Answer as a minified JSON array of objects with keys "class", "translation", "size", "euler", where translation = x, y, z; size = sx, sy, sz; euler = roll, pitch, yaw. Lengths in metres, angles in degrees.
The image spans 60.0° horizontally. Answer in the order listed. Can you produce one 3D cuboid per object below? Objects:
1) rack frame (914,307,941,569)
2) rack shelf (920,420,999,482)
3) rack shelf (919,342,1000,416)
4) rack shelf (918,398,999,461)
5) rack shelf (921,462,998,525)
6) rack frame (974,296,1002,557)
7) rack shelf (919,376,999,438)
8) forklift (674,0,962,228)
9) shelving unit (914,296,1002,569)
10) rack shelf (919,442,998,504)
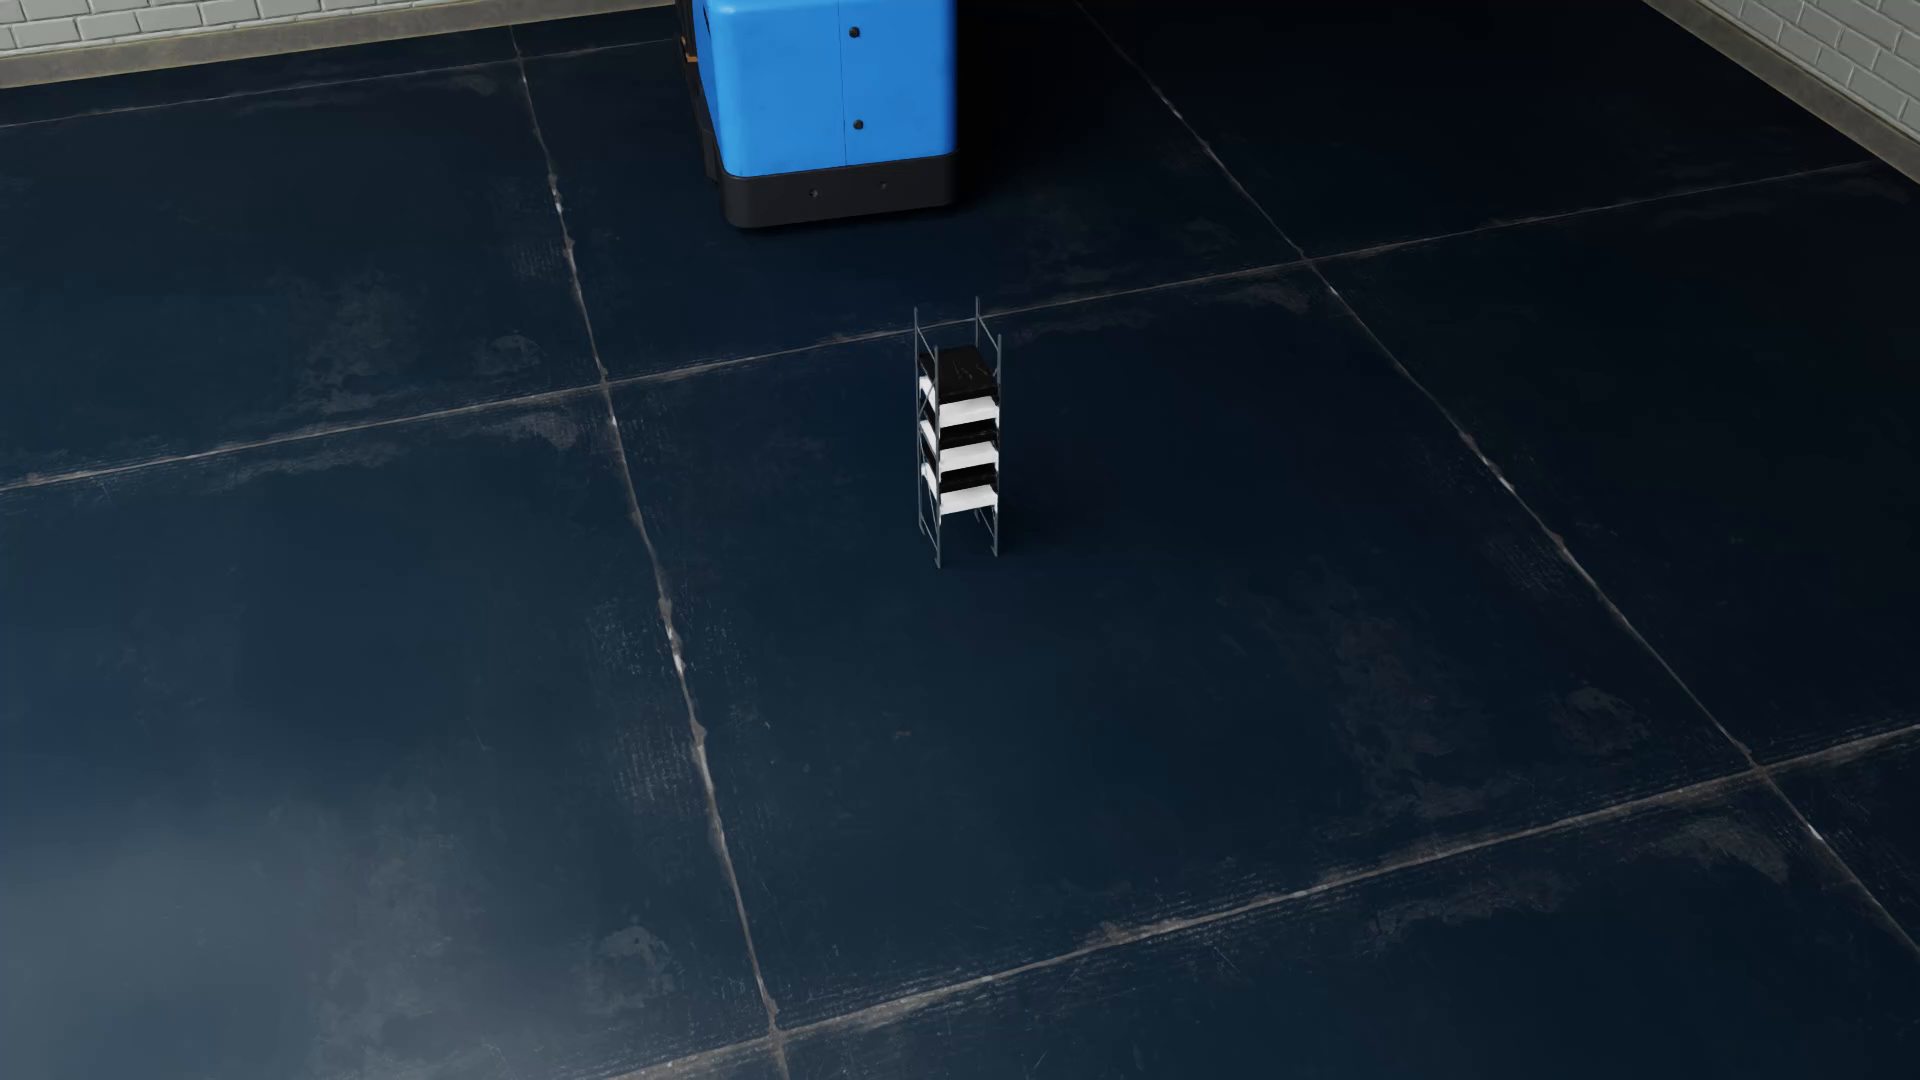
[{"class":"rack frame","translation":[-0.105,-0.317,5.429],"size":[0.006,0.900,0.240],"euler":[-12,42,-13]},{"class":"rack shelf","translation":[-0.008,-0.312,5.474],"size":[0.200,0.077,0.258],"euler":[-12,42,-13]},{"class":"rack shelf","translation":[-0.008,-0.516,5.296],"size":[0.200,0.077,0.258],"euler":[-12,42,-13]},{"class":"rack shelf","translation":[-0.008,-0.380,5.415],"size":[0.200,0.077,0.258],"euler":[-12,42,-13]},{"class":"rack shelf","translation":[-0.008,-0.177,5.592],"size":[0.200,0.077,0.258],"euler":[-12,42,-13]},{"class":"rack frame","translation":[0.089,-0.357,5.475],"size":[0.006,0.900,0.240],"euler":[-12,42,-13]},{"class":"rack shelf","translation":[-0.008,-0.448,5.356],"size":[0.200,0.077,0.258],"euler":[-12,42,-13]},{"class":"forklift","translation":[-0.827,-3.430,7.448],"size":[1.130,2.935,3.031],"euler":[-9,42,-10]},{"class":"shelving unit","translation":[-0.008,-0.337,5.452],"size":[0.210,0.900,0.258],"euler":[-12,42,-13]},{"class":"rack shelf","translation":[-0.008,-0.244,5.533],"size":[0.200,0.077,0.258],"euler":[-12,42,-13]}]
